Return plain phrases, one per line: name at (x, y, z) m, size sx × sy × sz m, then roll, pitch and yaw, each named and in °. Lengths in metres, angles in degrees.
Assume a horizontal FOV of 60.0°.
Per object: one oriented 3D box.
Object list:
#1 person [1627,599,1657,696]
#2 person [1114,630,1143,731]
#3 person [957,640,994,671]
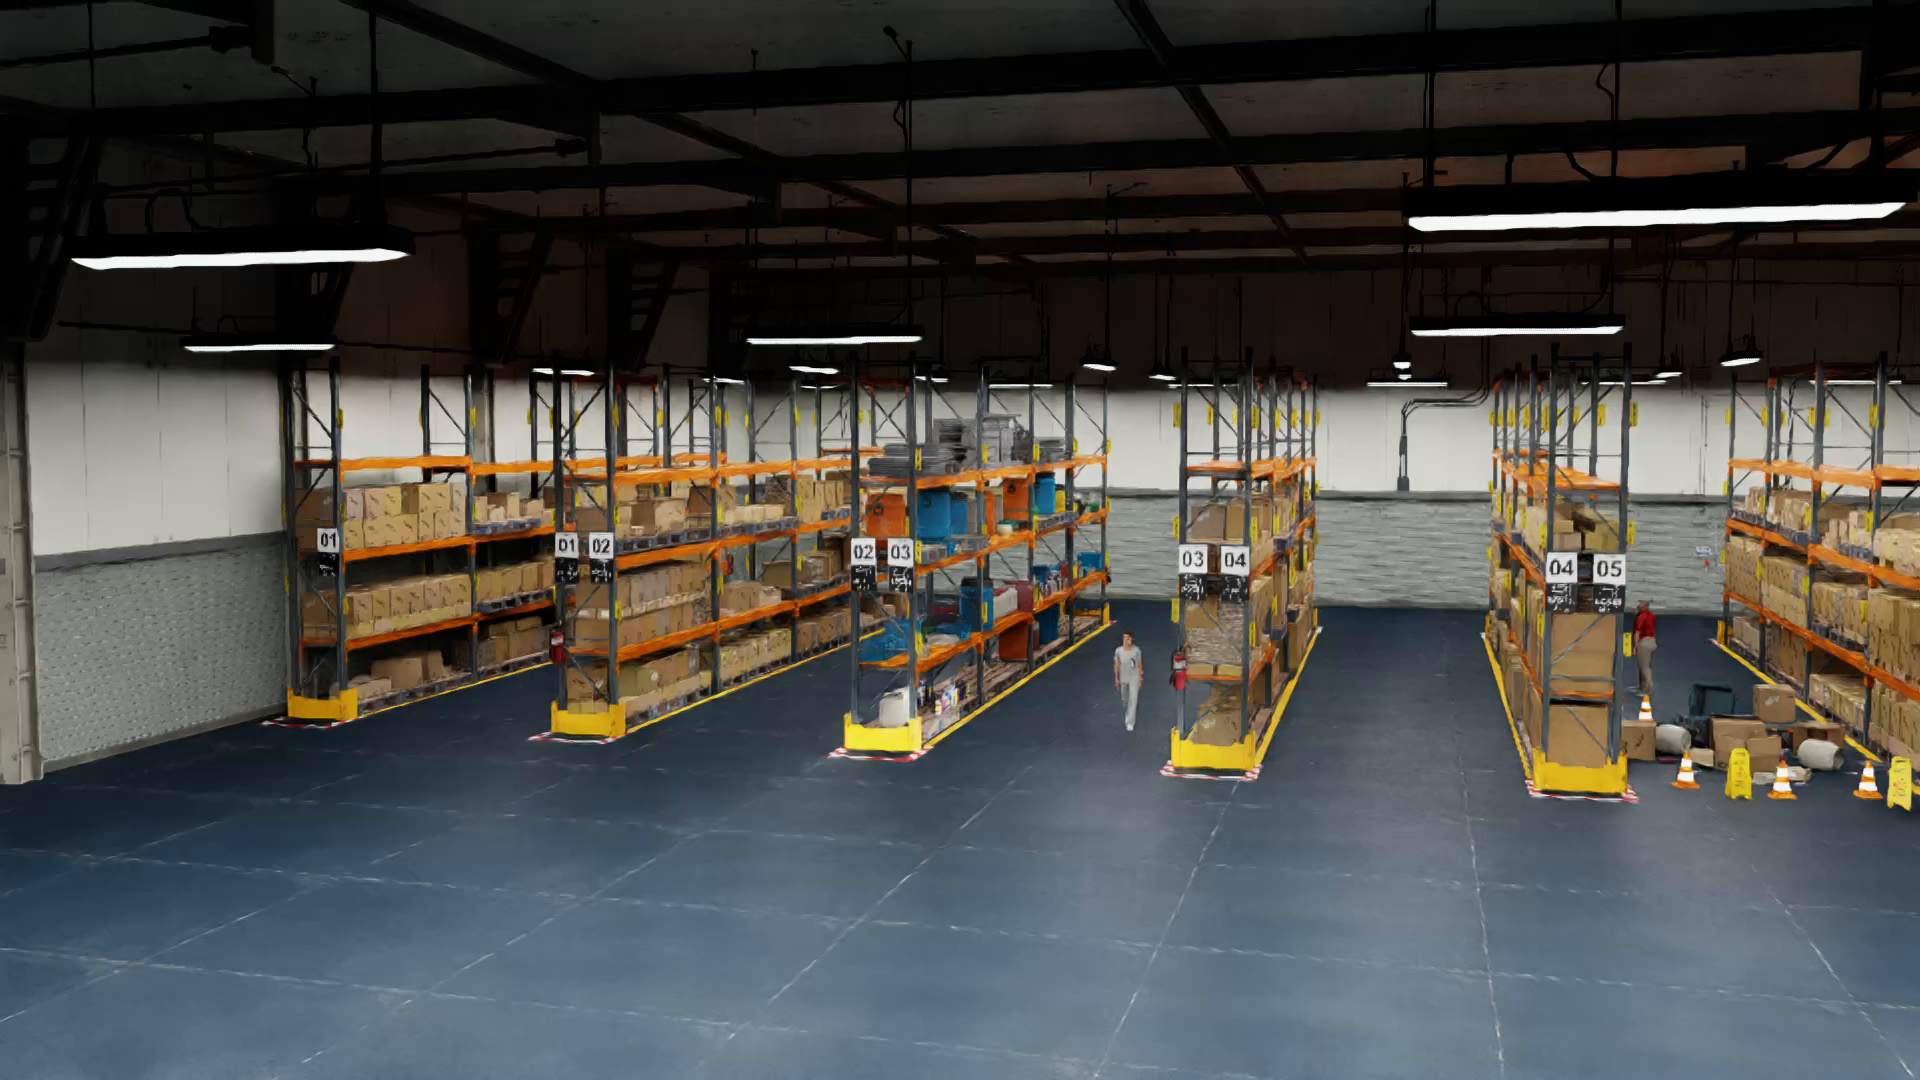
person at (12.298, 1.925, 30.000) m, size 0.654 × 1.723 × 0.586 m, roll -4°, pitch 6°, yaw -43°
person at (2.695, 2.227, 26.758) m, size 0.446 × 1.590 × 1.110 m, roll 1°, pitch 4°, yaw 17°
person at (0.328, 1.670, 32.041) m, size 0.566 × 1.766 × 0.700 m, roll -3°, pitch 5°, yaw -32°
